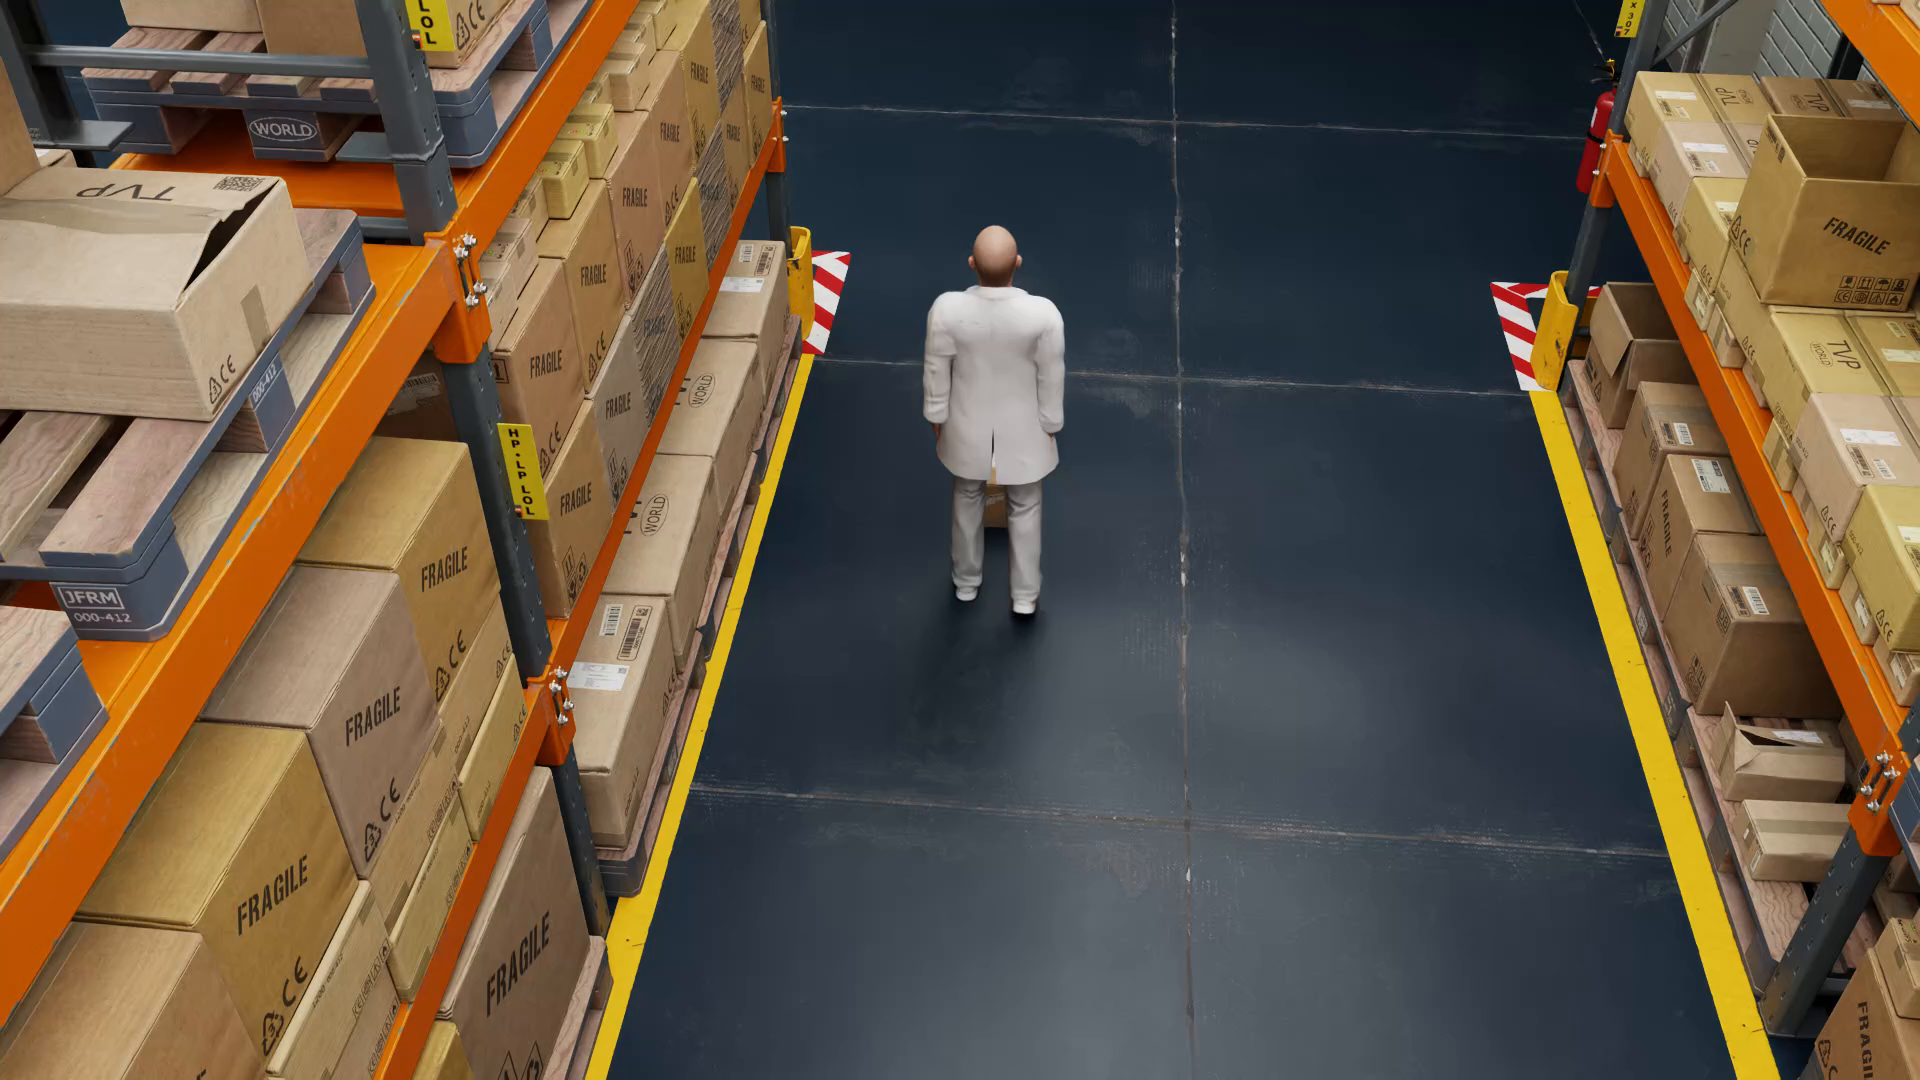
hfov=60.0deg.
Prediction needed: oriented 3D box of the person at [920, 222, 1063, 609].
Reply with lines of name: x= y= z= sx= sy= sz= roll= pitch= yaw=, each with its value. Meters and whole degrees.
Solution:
person: x=0.126 y=-0.492 z=6.781 sx=0.567 sy=1.770 sz=0.378 roll=4 pitch=40 yaw=5
